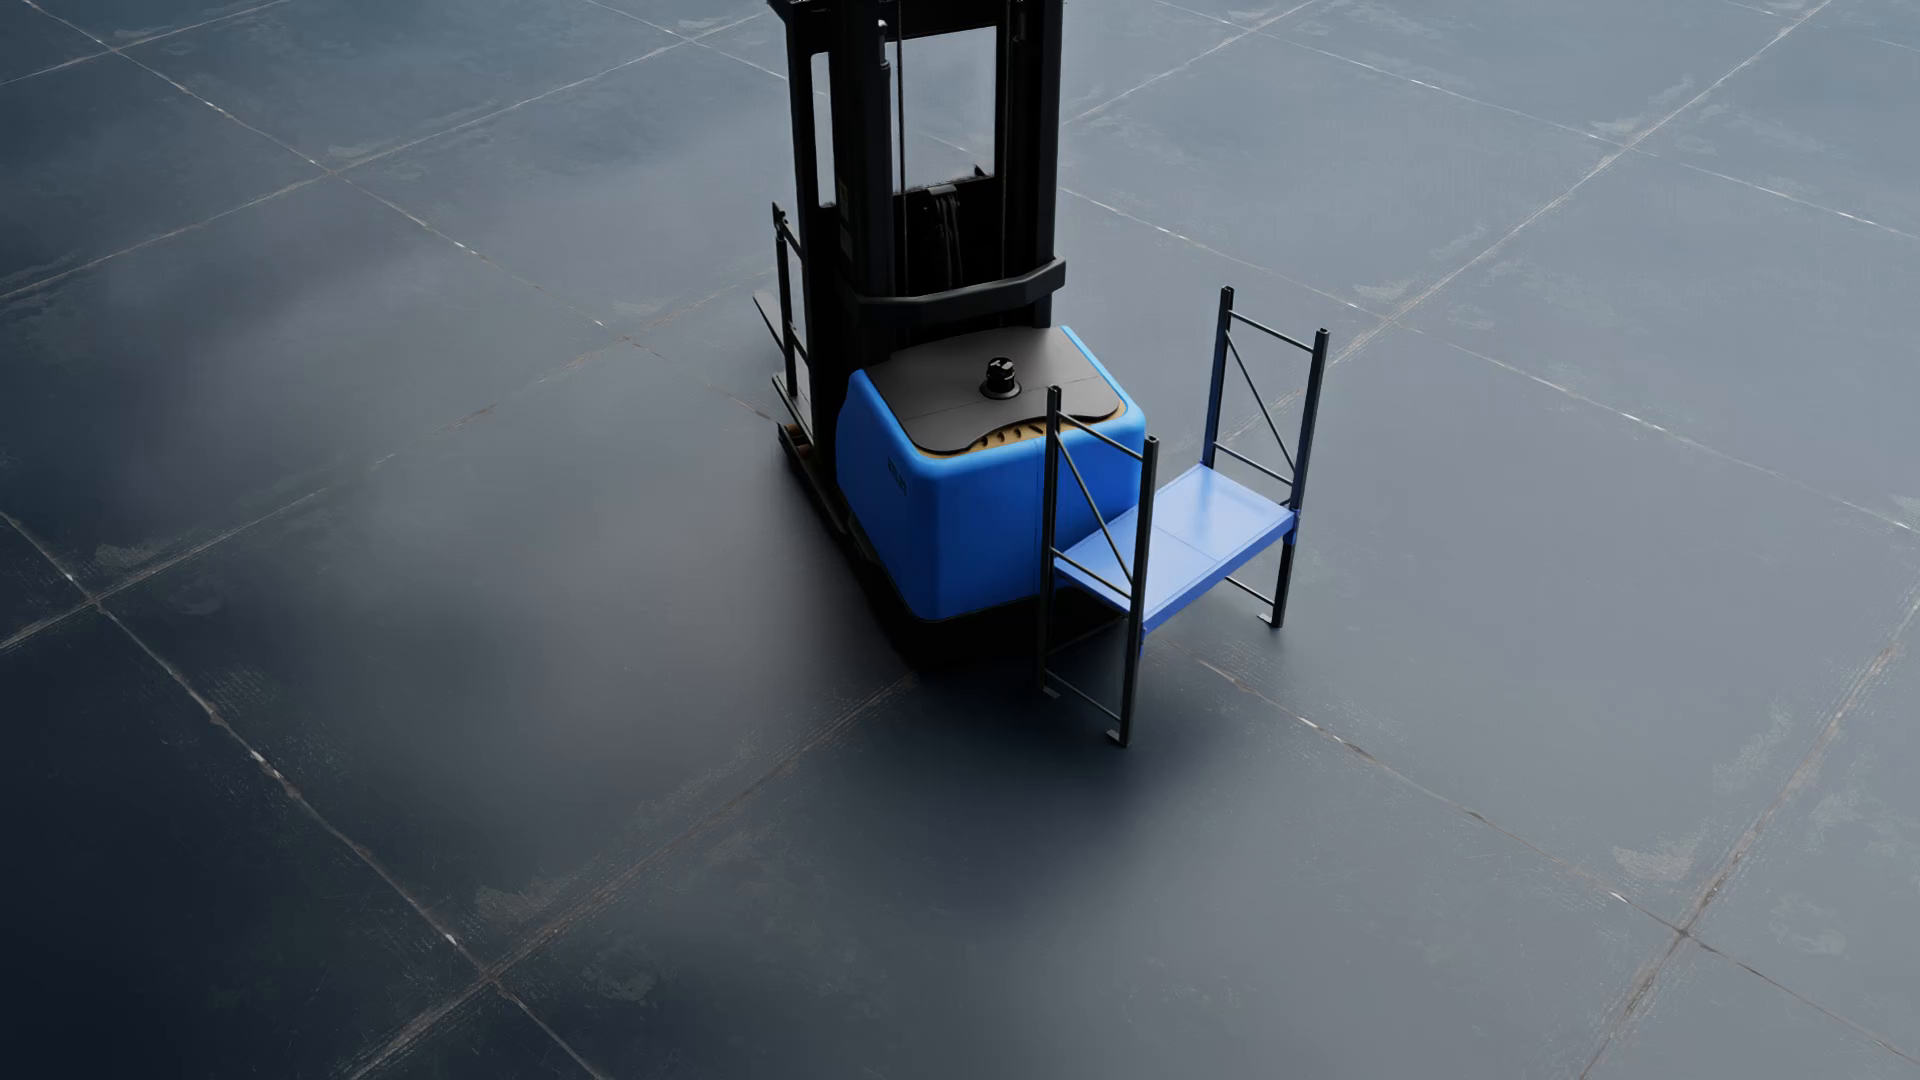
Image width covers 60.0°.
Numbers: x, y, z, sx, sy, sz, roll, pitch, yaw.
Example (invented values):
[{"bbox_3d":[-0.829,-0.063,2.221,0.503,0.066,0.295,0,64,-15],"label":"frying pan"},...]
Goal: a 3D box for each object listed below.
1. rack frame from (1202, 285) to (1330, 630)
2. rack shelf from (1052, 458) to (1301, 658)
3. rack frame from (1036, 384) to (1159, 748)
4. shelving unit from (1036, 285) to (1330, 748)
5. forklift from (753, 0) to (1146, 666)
[{"bbox_3d":[1.225,-0.313,6.938,0.032,1.500,0.500,-32,48,-34],"label":"rack frame"},{"bbox_3d":[0.865,0.051,6.769,1.000,0.185,0.538,-32,48,-34],"label":"rack shelf"},{"bbox_3d":[0.505,0.134,6.376,0.032,1.500,0.500,-32,48,-34],"label":"rack frame"},{"bbox_3d":[0.865,-0.089,6.657,1.048,1.500,0.538,-32,48,-34],"label":"shelving unit"},{"bbox_3d":[-0.254,-1.540,7.332,1.130,2.935,3.031,-14,41,-17],"label":"forklift"}]
